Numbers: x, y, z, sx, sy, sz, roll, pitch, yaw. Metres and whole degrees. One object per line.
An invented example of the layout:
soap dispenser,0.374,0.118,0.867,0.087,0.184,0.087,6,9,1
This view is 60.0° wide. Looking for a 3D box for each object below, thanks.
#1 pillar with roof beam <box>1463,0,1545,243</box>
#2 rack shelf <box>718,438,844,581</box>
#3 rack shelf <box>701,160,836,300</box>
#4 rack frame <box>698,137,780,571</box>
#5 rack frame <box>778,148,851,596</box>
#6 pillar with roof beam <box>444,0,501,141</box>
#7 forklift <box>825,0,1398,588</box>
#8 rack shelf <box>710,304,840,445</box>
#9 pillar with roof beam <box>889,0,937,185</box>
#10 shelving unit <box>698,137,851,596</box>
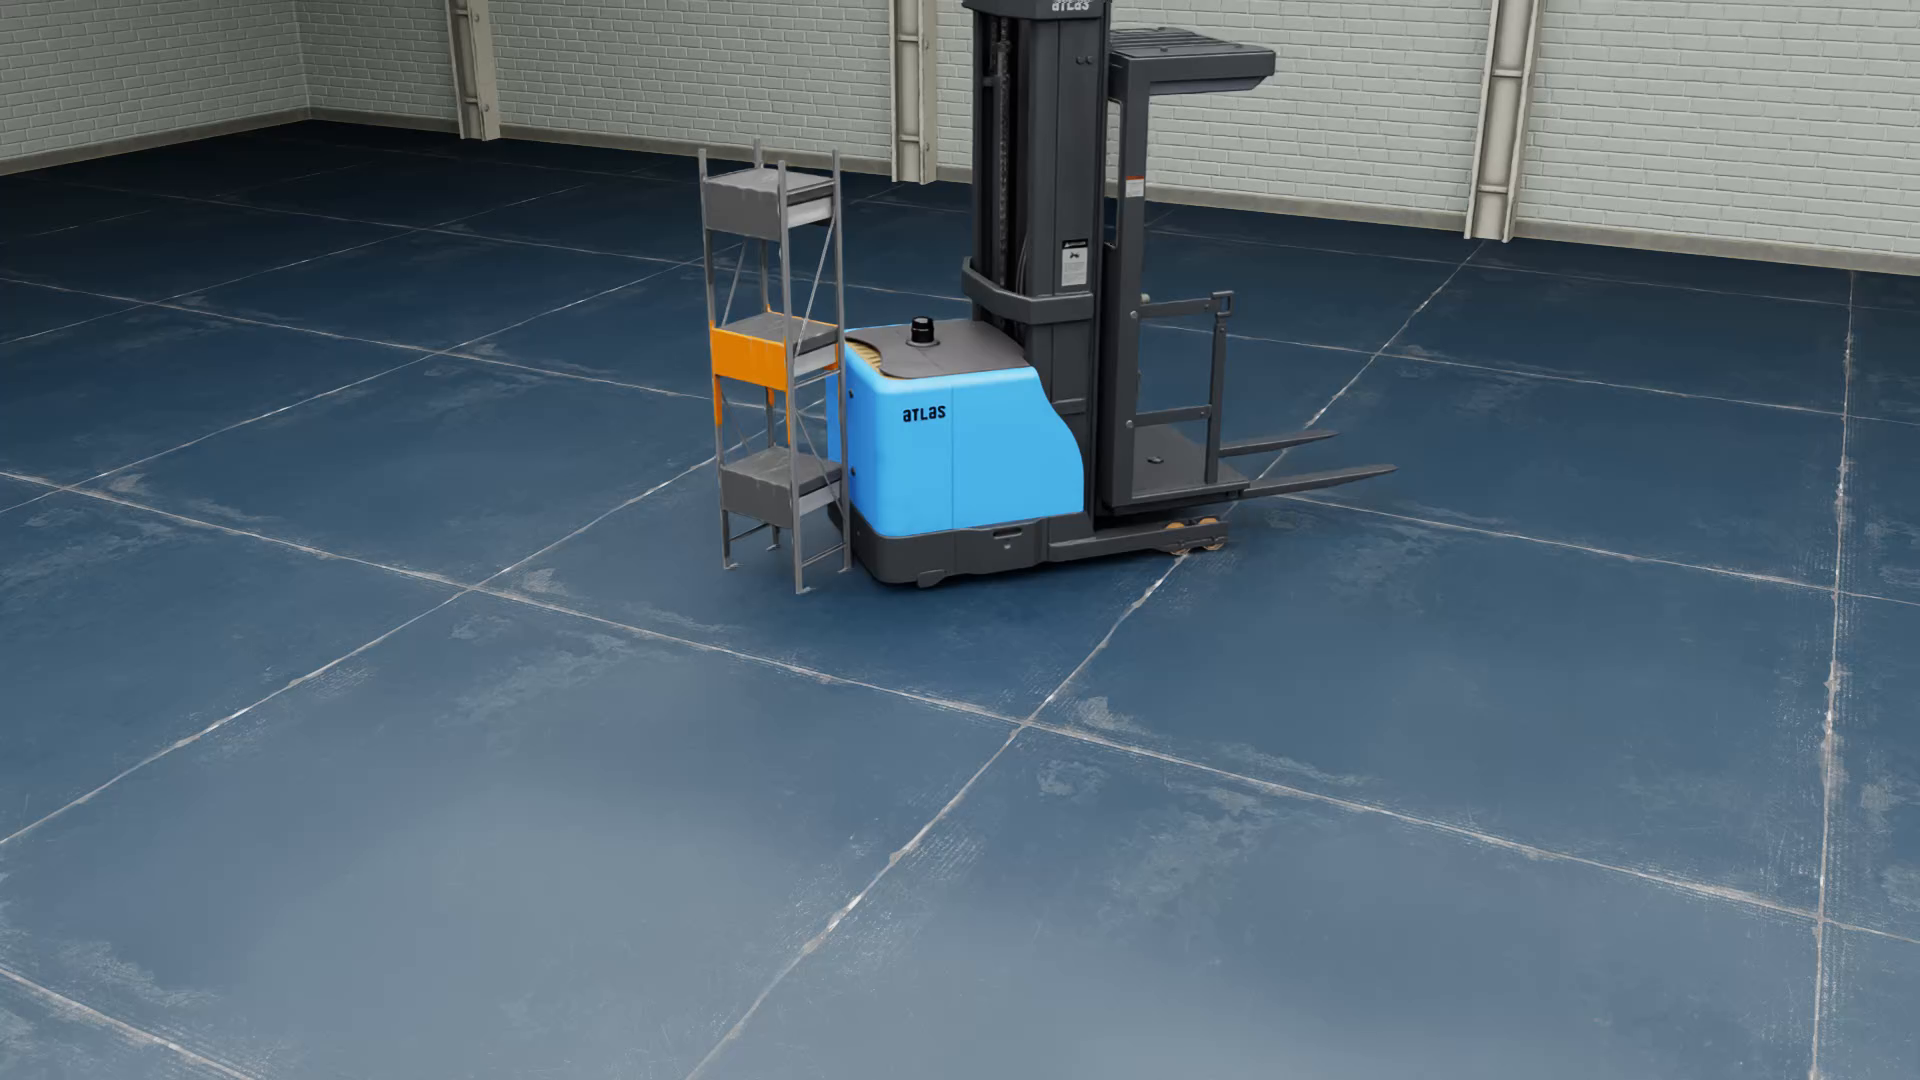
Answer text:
pillar with roof beam,2.925,-5.426,10.011,0.400,9.000,9.100,11,25,25
rack shelf,-0.871,-0.160,8.266,0.480,0.518,0.431,16,28,33
rack shelf,-0.871,-1.448,7.718,0.480,0.518,0.431,16,28,33
rack frame,-1.066,-0.873,8.121,0.015,2.100,0.400,16,28,33
rack frame,-0.675,-0.759,7.852,0.015,2.100,0.400,16,28,33
pillar with roof beam,-7.784,-7.545,14.993,0.400,9.000,9.100,11,25,25
forklift,0.865,-1.454,8.424,3.031,2.935,1.130,-8,24,-18
rack shelf,-0.871,-0.804,7.992,0.480,0.518,0.431,16,28,33
pillar with roof beam,-2.430,-6.486,12.502,0.400,9.000,9.100,11,25,25
shelving unit,-0.871,-0.816,7.986,0.503,2.100,0.431,16,28,33
